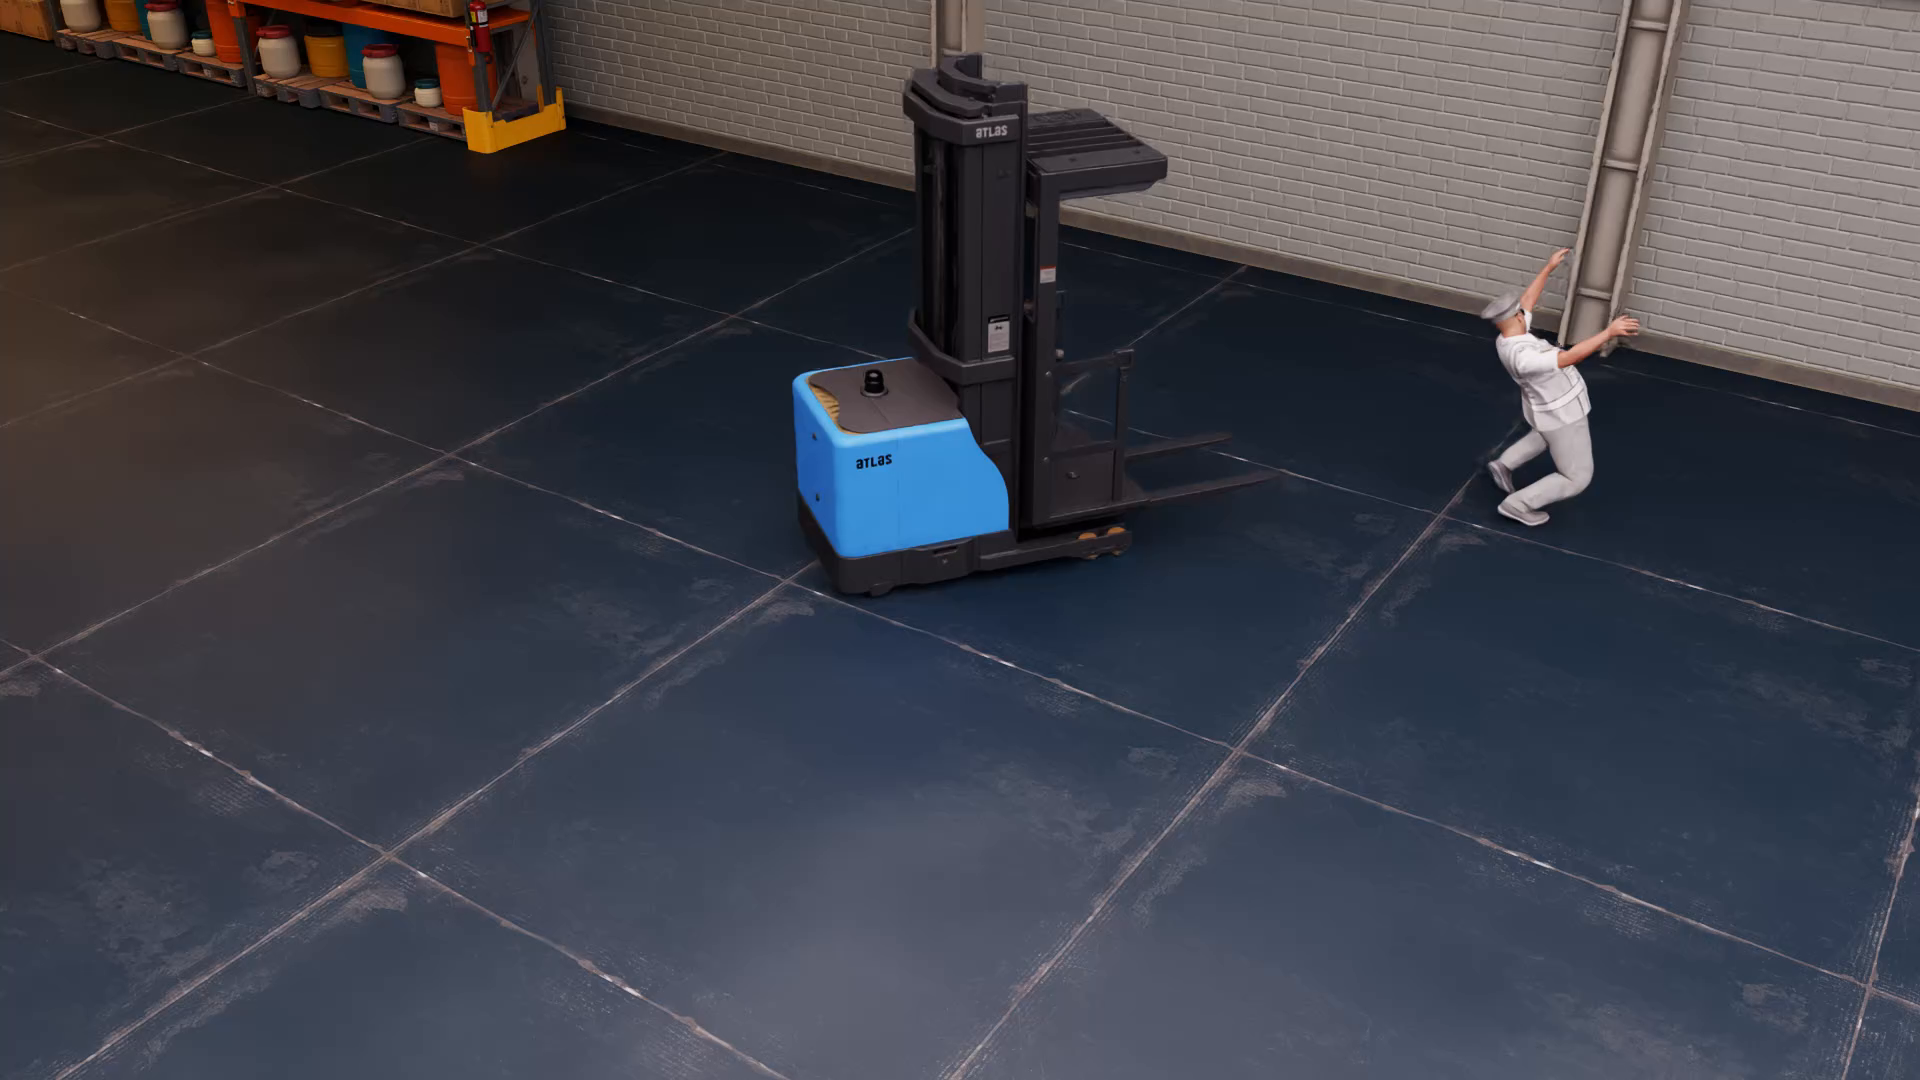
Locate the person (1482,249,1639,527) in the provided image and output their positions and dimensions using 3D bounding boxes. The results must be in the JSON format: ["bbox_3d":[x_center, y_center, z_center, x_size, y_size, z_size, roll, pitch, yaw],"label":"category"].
[{"bbox_3d":[3.607,-0.871,10.375,0.782,1.665,0.995,-1,30,-2],"label":"person"}]

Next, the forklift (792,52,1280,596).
[{"bbox_3d":[0.539,-1.383,9.963,3.031,2.935,1.130,-11,32,-18],"label":"forklift"}]
